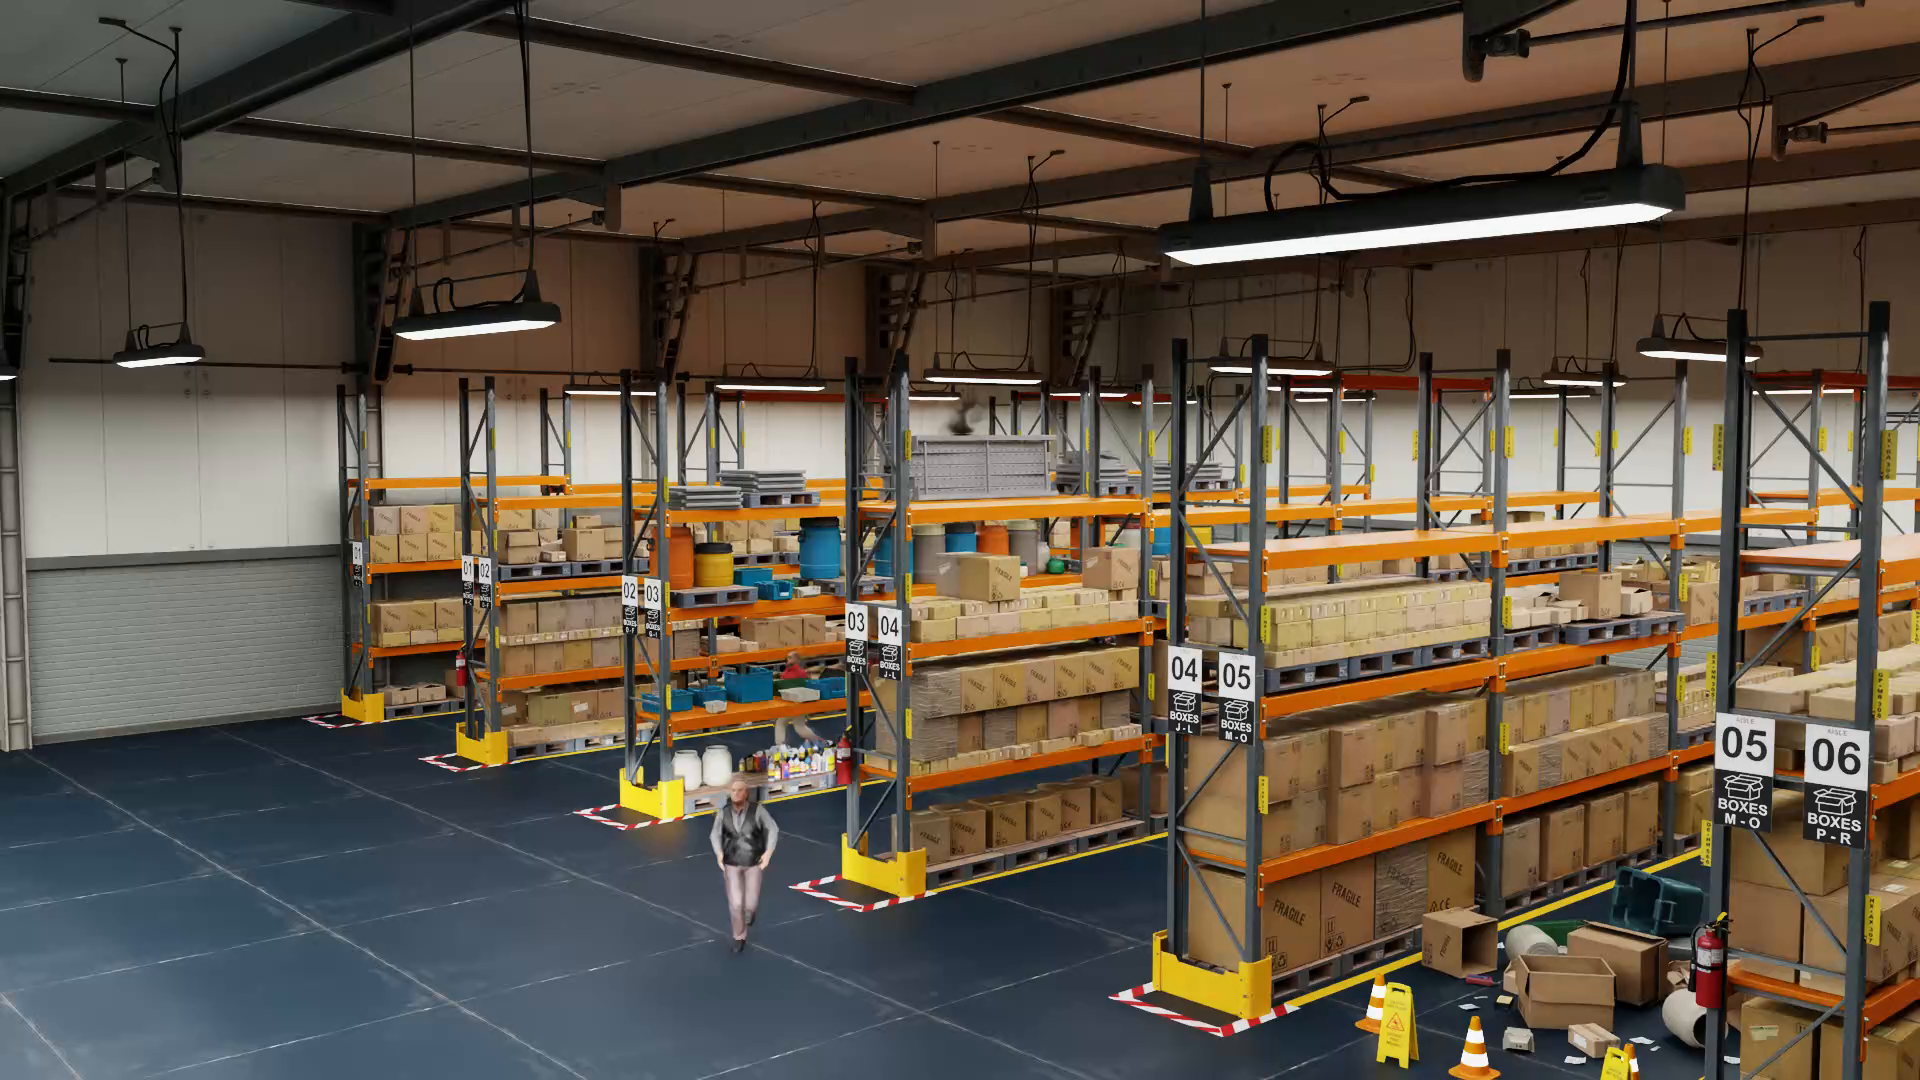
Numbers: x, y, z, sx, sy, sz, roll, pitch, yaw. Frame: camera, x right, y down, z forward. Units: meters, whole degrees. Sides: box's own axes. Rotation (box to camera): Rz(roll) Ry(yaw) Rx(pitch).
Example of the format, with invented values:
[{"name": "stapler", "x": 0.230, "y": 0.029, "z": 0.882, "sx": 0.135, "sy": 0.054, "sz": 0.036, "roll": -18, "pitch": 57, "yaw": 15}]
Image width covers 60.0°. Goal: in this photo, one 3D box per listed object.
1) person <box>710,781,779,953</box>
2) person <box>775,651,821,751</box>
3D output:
[{"name": "person", "x": -2.161, "y": 3.239, "z": 16.641, "sx": 0.682, "sy": 1.699, "sz": 0.668, "roll": 0, "pitch": 4, "yaw": 2}, {"name": "person", "x": -2.626, "y": 2.585, "z": 25.885, "sx": 0.662, "sy": 1.711, "sz": 0.939, "roll": 4, "pitch": 5, "yaw": 44}]
